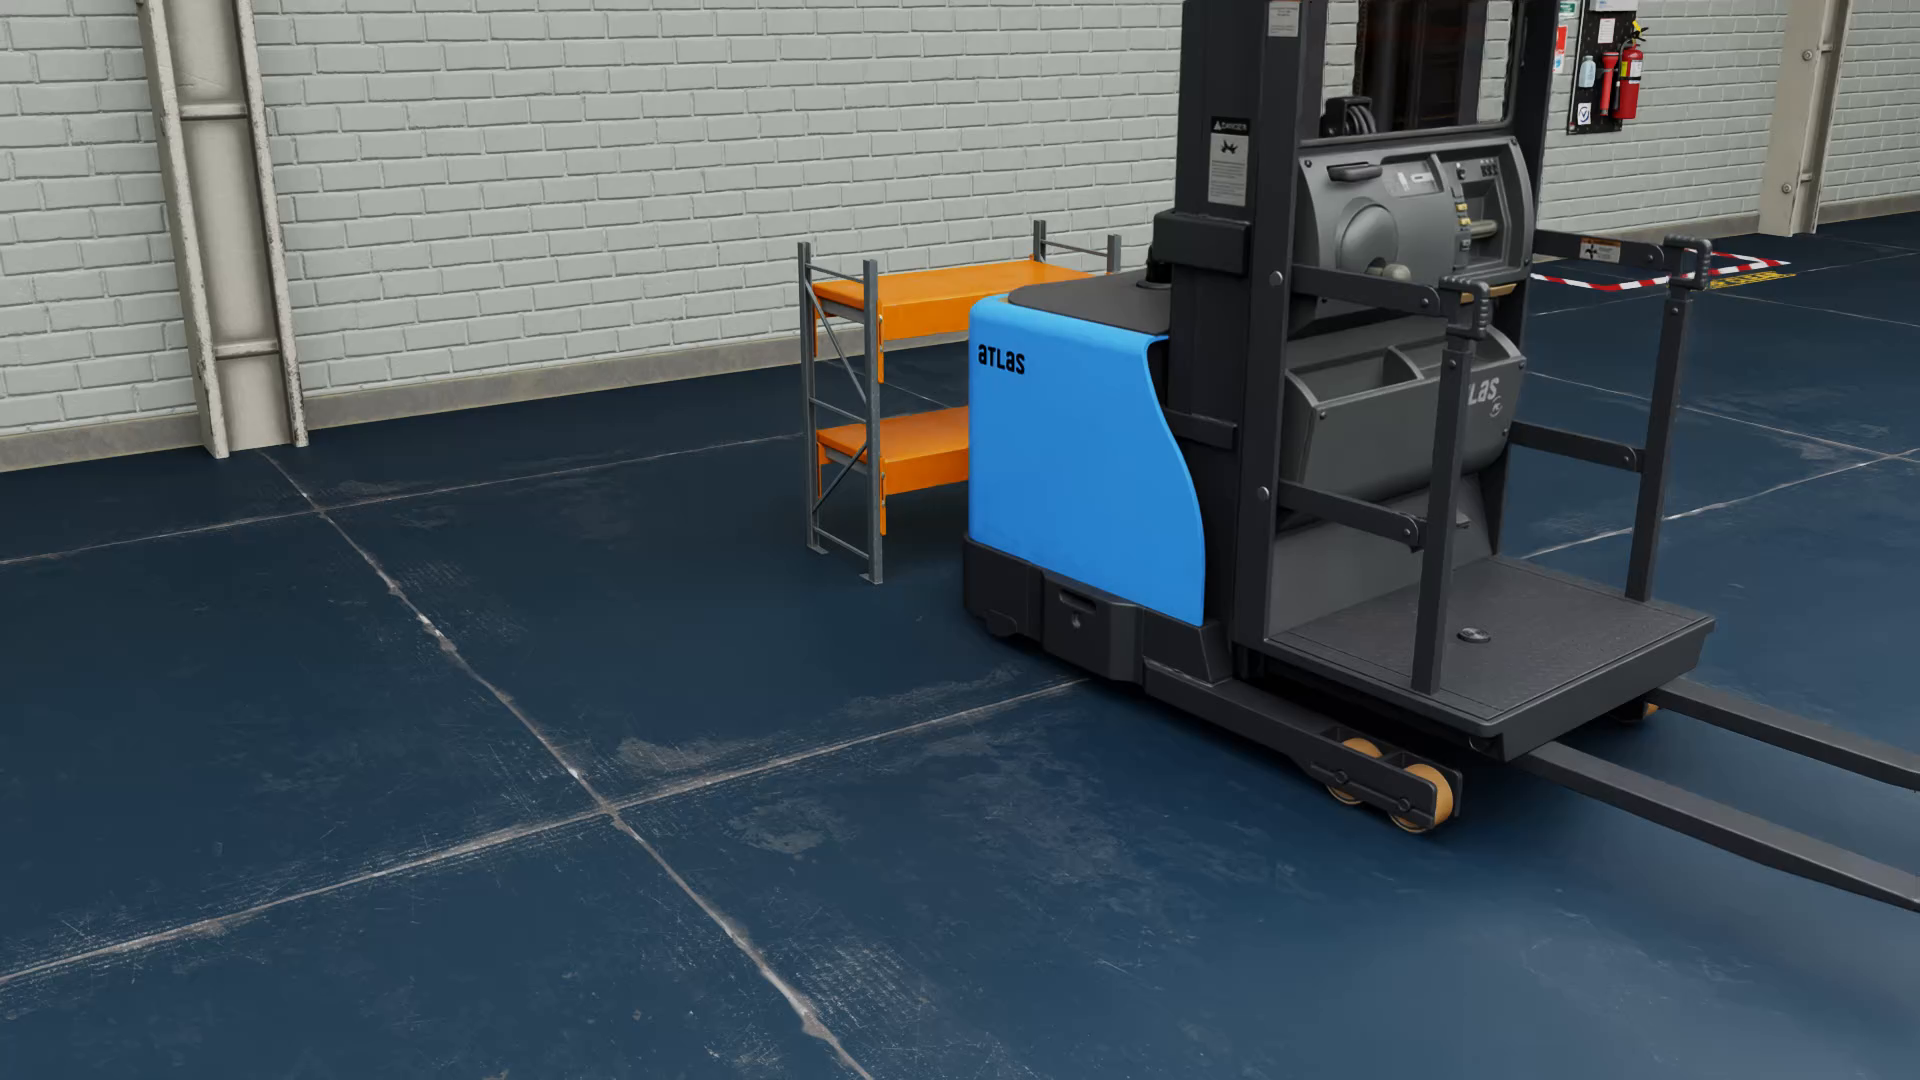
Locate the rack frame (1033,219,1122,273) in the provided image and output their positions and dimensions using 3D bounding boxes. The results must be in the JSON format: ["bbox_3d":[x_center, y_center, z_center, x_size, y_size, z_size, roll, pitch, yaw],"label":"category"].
[{"bbox_3d":[0.430,-0.624,6.333,0.032,1.125,0.500,-12,22,-31],"label":"rack frame"}]

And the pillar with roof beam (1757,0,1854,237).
[{"bbox_3d":[9.201,-5.659,8.932,0.400,9.000,9.100,-12,22,-31],"label":"pillar with roof beam"}]

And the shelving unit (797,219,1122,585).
[{"bbox_3d":[0.006,-0.534,6.068,1.048,1.125,0.538,-12,22,-31],"label":"shelving unit"}]

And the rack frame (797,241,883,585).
[{"bbox_3d":[-0.419,-0.445,5.803,0.032,1.125,0.500,-12,22,-31],"label":"rack frame"}]

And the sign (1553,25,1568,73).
[{"bbox_3d":[4.230,-3.490,11.829,0.234,0.329,0.001,-12,22,-31],"label":"sign"}]

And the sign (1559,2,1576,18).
[{"bbox_3d":[4.239,-3.740,11.740,0.331,0.109,0.001,-12,22,-31],"label":"sign"}]

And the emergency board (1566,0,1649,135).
[{"bbox_3d":[4.749,-3.543,12.042,0.643,1.169,0.194,-12,22,-31],"label":"emergency board"}]

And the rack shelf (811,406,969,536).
[{"bbox_3d":[0.006,-0.302,6.146,1.000,0.278,0.538,-12,22,-31],"label":"rack shelf"}]

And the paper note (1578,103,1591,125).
[{"bbox_3d":[4.563,-3.113,12.145,0.142,0.148,0.016,-12,22,-31],"label":"paper note"}]

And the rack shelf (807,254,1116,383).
[{"bbox_3d":[0.006,-0.811,5.974,1.000,0.278,0.538,-12,22,-31],"label":"rack shelf"}]

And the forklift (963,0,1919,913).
[{"bbox_3d":[1.338,-0.847,4.174,1.130,2.935,3.031,-15,24,-37],"label":"forklift"}]

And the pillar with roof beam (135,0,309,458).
[{"bbox_3d":[-0.821,-3.545,2.680,0.400,9.000,9.100,-12,22,-31],"label":"pillar with roof beam"}]
